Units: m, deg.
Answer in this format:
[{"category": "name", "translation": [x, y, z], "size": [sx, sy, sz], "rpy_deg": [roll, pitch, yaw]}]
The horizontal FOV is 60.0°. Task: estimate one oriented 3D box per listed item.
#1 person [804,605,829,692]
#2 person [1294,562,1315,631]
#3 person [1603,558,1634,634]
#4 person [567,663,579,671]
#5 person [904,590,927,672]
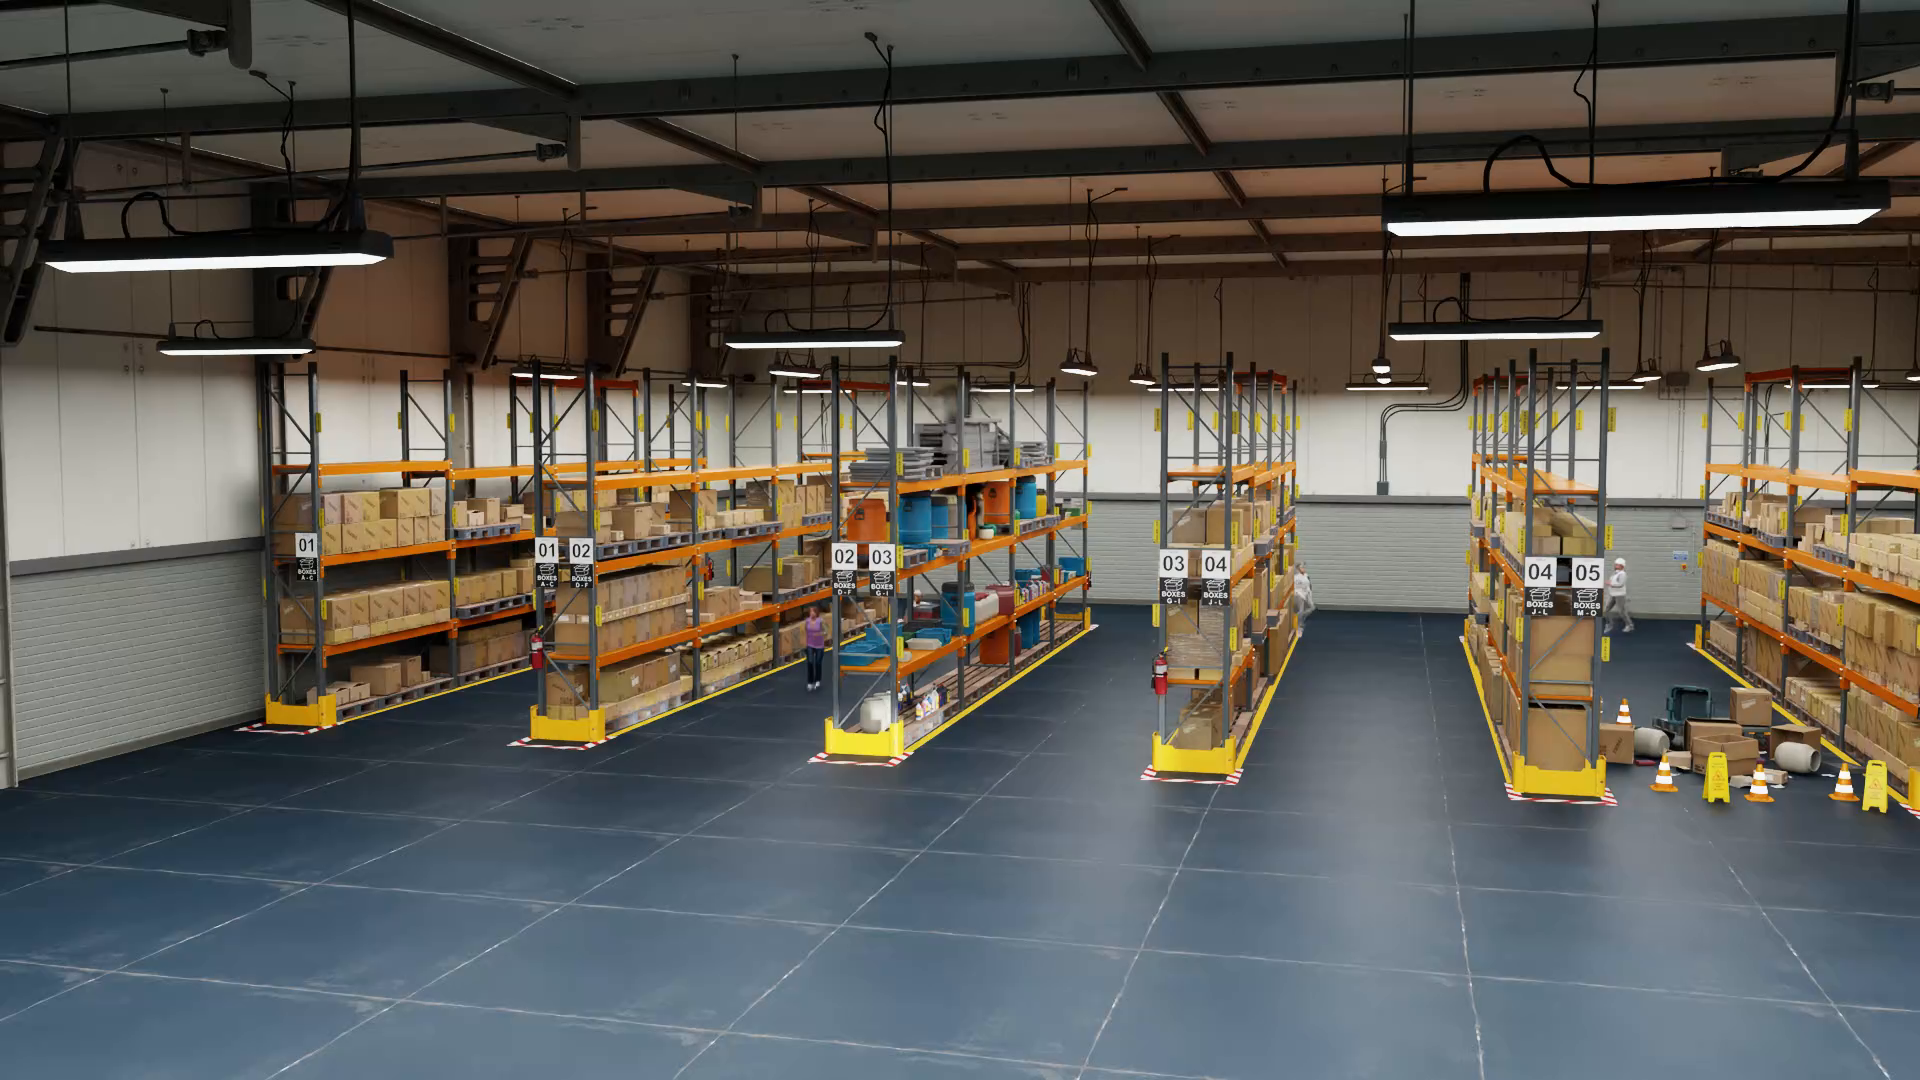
[{"category": "person", "translation": [-2.695, 2.033, 31.062], "size": [0.507, 1.638, 0.697], "rpy_deg": [1, 4, 7]}, {"category": "person", "translation": [8.284, 1.359, 40.064], "size": [0.640, 1.661, 0.524], "rpy_deg": [-3, 5, -37]}, {"category": "person", "translation": [15.596, 1.348, 39.430], "size": [0.762, 1.835, 0.625], "rpy_deg": [0, 4, -5]}, {"category": "person", "translation": [-7.476, 1.959, 32.238], "size": [0.603, 1.625, 1.003], "rpy_deg": [0, 4, 2]}, {"category": "person", "translation": [-0.844, 1.836, 33.743], "size": [0.616, 1.620, 0.599], "rpy_deg": [1, 4, 9]}]
